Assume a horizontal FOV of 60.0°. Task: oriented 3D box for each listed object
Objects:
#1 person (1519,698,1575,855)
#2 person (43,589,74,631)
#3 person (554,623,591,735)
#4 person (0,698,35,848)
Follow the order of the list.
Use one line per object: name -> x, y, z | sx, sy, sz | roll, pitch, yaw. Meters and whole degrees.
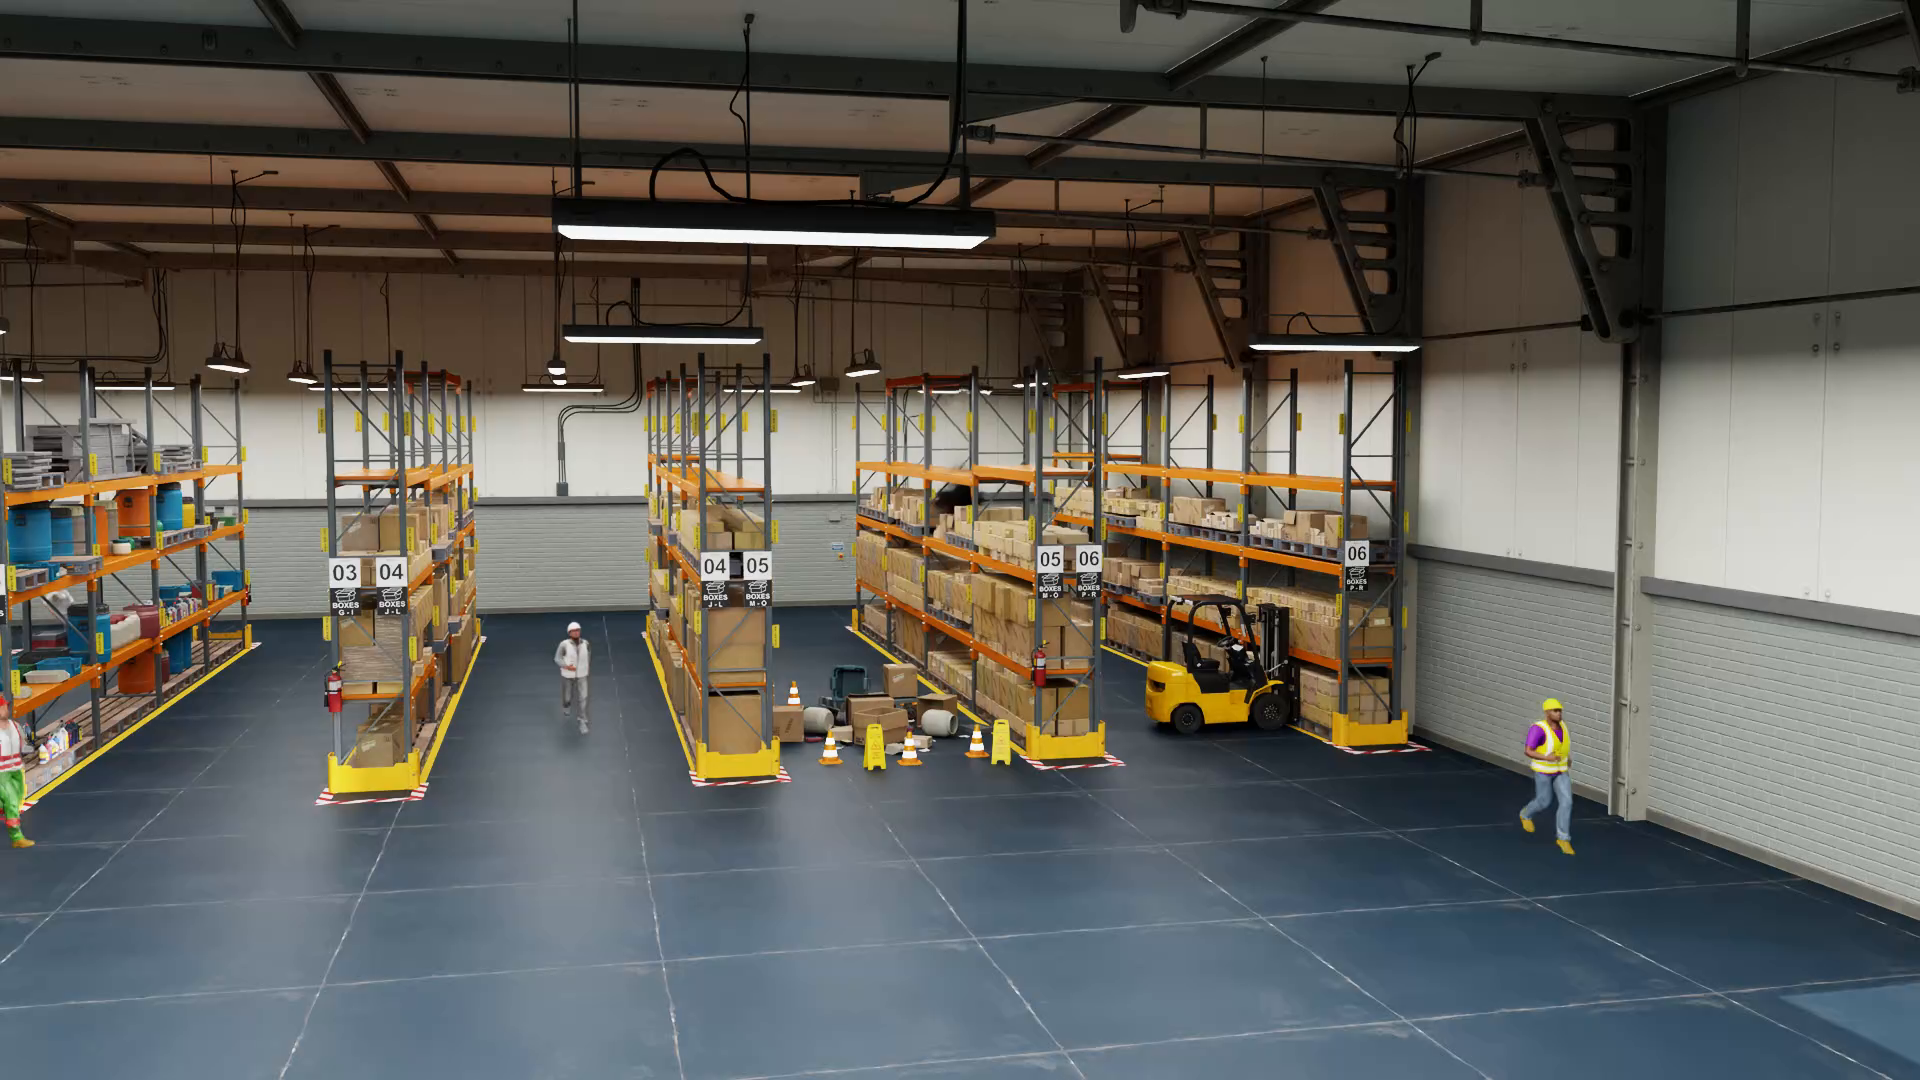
person -> 6.978, 2.767, 19.725 | 0.731, 1.811, 0.938 | -2, 4, -21
person -> -19.851, 1.664, 36.744 | 0.633, 1.614, 0.596 | 1, 4, 20
person -> -6.343, 2.234, 27.296 | 0.629, 1.776, 1.126 | -2, 4, -21
person -> -11.349, 2.744, 19.715 | 0.923, 1.766, 0.669 | 1, 4, 19
